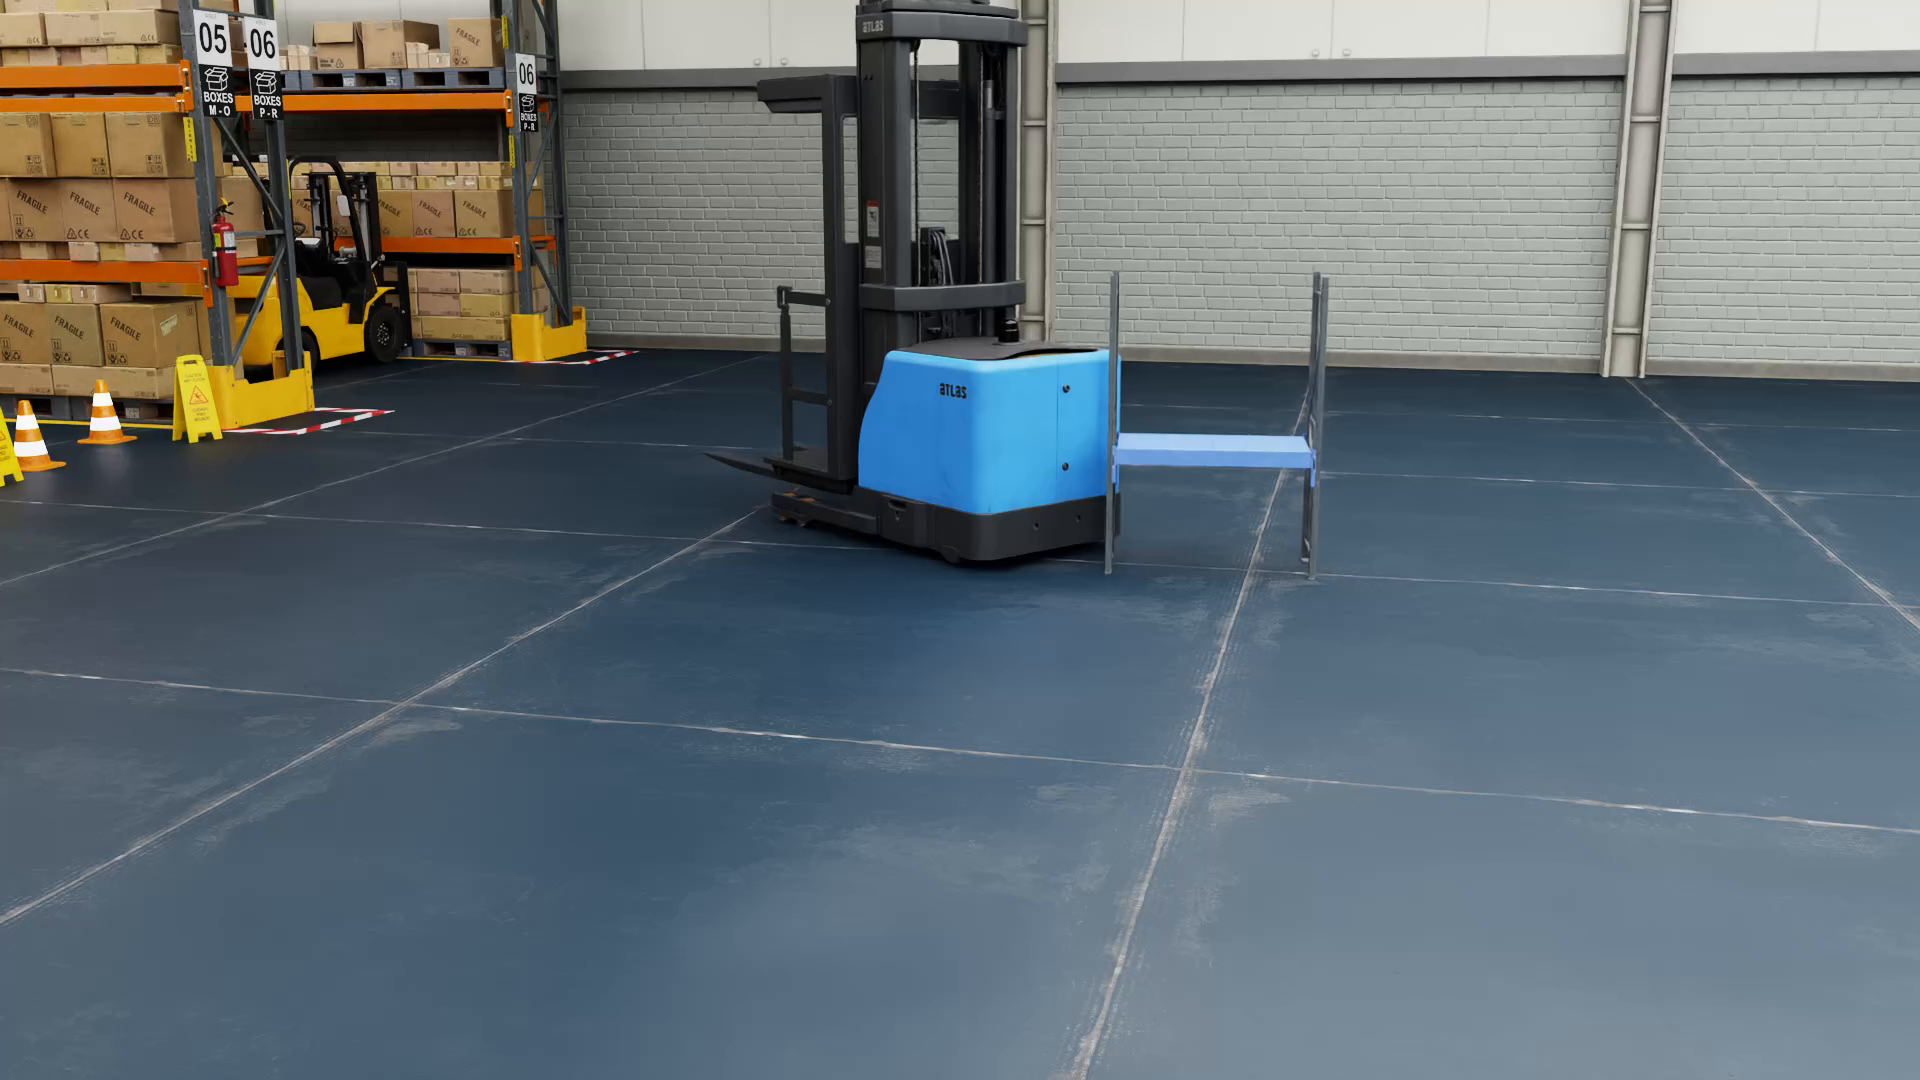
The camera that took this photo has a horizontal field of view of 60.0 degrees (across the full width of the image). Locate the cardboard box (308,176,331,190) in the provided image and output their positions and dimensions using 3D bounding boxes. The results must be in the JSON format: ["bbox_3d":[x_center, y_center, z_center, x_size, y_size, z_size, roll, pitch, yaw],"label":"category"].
[{"bbox_3d":[-6.962,-3.939,18.333,0.250,0.149,0.380,3,13,12],"label":"cardboard box"}]

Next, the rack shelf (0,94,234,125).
[{"bbox_3d":[-10.386,-4.935,19.286,4.000,0.370,1.077,3,13,14],"label":"rack shelf"}]

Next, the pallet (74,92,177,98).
[{"bbox_3d":[-9.304,-5.132,18.955,1.217,0.209,0.805,3,13,11],"label":"pallet"}]

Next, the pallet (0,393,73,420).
[{"bbox_3d":[-7.782,-1.222,14.254,1.213,0.211,1.003,3,13,14],"label":"pallet"}]

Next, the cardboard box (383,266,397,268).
[{"bbox_3d":[-6.562,-2.896,18.433,0.500,0.250,0.500,3,13,12],"label":"cardboard box"}]

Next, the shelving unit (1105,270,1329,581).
[{"bbox_3d":[1.284,-0.595,8.452,1.048,1.500,0.538,1,13,6],"label":"shelving unit"}]

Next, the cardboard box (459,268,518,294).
[{"bbox_3d":[-5.083,-2.819,18.085,0.500,0.250,0.500,4,13,15],"label":"cardboard box"}]

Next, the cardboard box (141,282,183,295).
[{"bbox_3d":[-8.954,-2.788,19.388,0.625,0.625,0.875,4,13,16],"label":"cardboard box"}]

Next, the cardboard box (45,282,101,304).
[{"bbox_3d":[-7.203,-2.017,13.549,0.250,0.149,0.380,3,13,14],"label":"cardboard box"}]

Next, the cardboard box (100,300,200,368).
[{"bbox_3d":[-6.587,-1.682,13.535,0.500,0.500,0.500,3,13,14],"label":"cardboard box"}]

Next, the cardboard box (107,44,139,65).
[{"bbox_3d":[-6.409,-3.774,12.971,0.250,0.149,0.380,3,13,14],"label":"cardboard box"}]

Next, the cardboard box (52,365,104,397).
[{"bbox_3d":[-7.097,-1.343,13.739,0.500,0.250,0.500,3,13,14],"label":"cardboard box"}]

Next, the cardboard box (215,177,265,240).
[{"bbox_3d":[-6.140,-2.743,13.754,0.500,0.500,0.500,3,13,13],"label":"cardboard box"}]

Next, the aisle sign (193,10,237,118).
[{"bbox_3d":[-5.756,-3.671,12.853,0.004,0.787,0.394,3,13,14],"label":"aisle sign"}]

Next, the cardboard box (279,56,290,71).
[{"bbox_3d":[-7.335,-5.186,18.138,0.250,0.149,0.380,3,13,15],"label":"cardboard box"}]

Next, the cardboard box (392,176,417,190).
[{"bbox_3d":[-5.966,-3.887,18.100,0.250,0.149,0.380,3,13,12],"label":"cardboard box"}]

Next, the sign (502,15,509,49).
[{"bbox_3d":[-4.705,-5.255,17.206,0.005,0.325,0.100,3,13,14],"label":"sign"}]

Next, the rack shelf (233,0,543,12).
[{"bbox_3d":[-6.503,-5.996,18.068,4.000,0.370,1.077,3,13,14],"label":"rack shelf"}]

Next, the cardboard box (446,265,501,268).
[{"bbox_3d":[-5.468,-2.951,18.678,0.500,0.250,0.500,3,13,14],"label":"cardboard box"}]

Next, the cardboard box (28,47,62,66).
[{"bbox_3d":[-7.143,-3.825,13.201,0.250,0.149,0.380,3,13,13],"label":"cardboard box"}]

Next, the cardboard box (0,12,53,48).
[{"bbox_3d":[-7.301,-4.025,13.183,0.500,0.250,0.500,3,13,15],"label":"cardboard box"}]

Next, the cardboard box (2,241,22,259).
[{"bbox_3d":[-7.640,-2.401,13.711,0.250,0.149,0.380,3,13,14],"label":"cardboard box"}]

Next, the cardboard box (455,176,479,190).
[{"bbox_3d":[-5.220,-3.842,17.895,0.250,0.149,0.380,3,13,14],"label":"cardboard box"}]

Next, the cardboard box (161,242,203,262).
[{"bbox_3d":[-6.161,-2.318,13.335,0.250,0.149,0.380,4,13,15],"label":"cardboard box"}]

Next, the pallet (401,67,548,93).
[{"bbox_3d":[-5.241,-4.973,18.004,1.213,0.211,1.003,3,13,14],"label":"pallet"}]

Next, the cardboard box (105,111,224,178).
[{"bbox_3d":[-6.295,-3.129,13.185,0.500,0.500,0.700,3,13,12],"label":"cardboard box"}]

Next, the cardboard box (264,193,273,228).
[{"bbox_3d":[-7.567,-3.665,18.597,0.500,0.500,0.500,3,13,15],"label":"cardboard box"}]

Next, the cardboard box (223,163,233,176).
[{"bbox_3d":[-8.206,-4.149,18.596,0.250,0.149,0.380,3,13,15],"label":"cardboard box"}]

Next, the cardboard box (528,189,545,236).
[{"bbox_3d":[-4.975,-3.643,18.497,0.500,0.500,0.500,3,13,15],"label":"cardboard box"}]

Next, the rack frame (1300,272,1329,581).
[{"bbox_3d":[1.789,-0.582,8.395,0.032,1.500,0.500,1,13,6],"label":"rack frame"}]

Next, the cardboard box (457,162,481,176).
[{"bbox_3d":[-5.206,-4.001,17.928,0.250,0.149,0.380,3,13,14],"label":"cardboard box"}]

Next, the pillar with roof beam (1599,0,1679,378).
[{"bbox_3d":[5.598,-5.136,11.609,0.400,9.000,9.100,3,13,14],"label":"pillar with roof beam"}]

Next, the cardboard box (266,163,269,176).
[{"bbox_3d":[-7.455,-4.109,18.411,0.250,0.149,0.380,3,13,15],"label":"cardboard box"}]

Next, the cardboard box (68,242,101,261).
[{"bbox_3d":[-6.935,-2.332,13.401,0.250,0.149,0.380,3,13,15],"label":"cardboard box"}]

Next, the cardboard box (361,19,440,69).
[{"bbox_3d":[-6.020,-5.323,17.944,0.500,0.500,0.700,3,13,14],"label":"cardboard box"}]

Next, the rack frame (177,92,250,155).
[{"bbox_3d":[-8.445,-3.718,19.065,0.127,3.000,1.000,3,13,14],"label":"rack frame"}]

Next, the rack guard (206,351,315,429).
[{"bbox_3d":[-5.820,-1.250,13.712,0.348,0.500,1.175,3,13,14],"label":"rack guard"}]

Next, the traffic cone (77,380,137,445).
[{"bbox_3d":[-6.473,-0.979,12.576,0.334,0.463,0.336,3,13,14],"label":"traffic cone"}]

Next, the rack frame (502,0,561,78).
[{"bbox_3d":[-4.561,-6.439,17.479,0.127,3.000,1.000,3,13,14],"label":"rack frame"}]

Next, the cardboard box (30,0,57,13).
[{"bbox_3d":[-7.109,-4.222,13.150,0.250,0.149,0.380,3,13,14],"label":"cardboard box"}]

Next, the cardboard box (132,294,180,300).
[{"bbox_3d":[-6.995,-1.822,14.169,0.500,0.500,0.500,3,13,11],"label":"cardboard box"}]

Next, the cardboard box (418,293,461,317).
[{"bbox_3d":[-5.593,-2.605,18.272,0.500,0.250,0.500,3,13,13],"label":"cardboard box"}]

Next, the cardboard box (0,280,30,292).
[{"bbox_3d":[-11.089,-2.903,19.908,0.625,0.625,0.875,3,13,15],"label":"cardboard box"}]

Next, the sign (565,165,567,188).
[{"bbox_3d":[-4.422,-4.088,18.551,0.005,0.325,0.100,3,13,14],"label":"sign"}]

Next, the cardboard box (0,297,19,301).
[{"bbox_3d":[-8.097,-1.762,13.899,0.500,0.500,0.500,4,13,16],"label":"cardboard box"}]

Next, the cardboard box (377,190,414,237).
[{"bbox_3d":[-6.101,-3.585,18.234,0.500,0.500,0.500,3,13,12],"label":"cardboard box"}]

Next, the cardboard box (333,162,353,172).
[{"bbox_3d":[-6.690,-4.090,18.328,0.250,0.149,0.380,3,13,14],"label":"cardboard box"}]

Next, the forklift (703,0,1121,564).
[{"bbox_3d":[-0.448,-1.571,9.549,1.130,2.935,3.031,-10,16,-38],"label":"forklift"}]

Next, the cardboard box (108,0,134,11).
[{"bbox_3d":[-6.387,-4.174,12.936,0.250,0.149,0.380,3,13,15],"label":"cardboard box"}]

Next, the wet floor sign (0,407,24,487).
[{"bbox_3d":[-6.332,-0.685,10.833,0.232,0.644,0.267,1,13,4],"label":"wet floor sign"}]

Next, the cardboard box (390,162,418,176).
[{"bbox_3d":[-5.970,-4.028,18.048,0.250,0.149,0.380,3,13,15],"label":"cardboard box"}]

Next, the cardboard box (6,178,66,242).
[{"bbox_3d":[-7.310,-2.684,13.488,0.500,0.500,0.500,3,13,13],"label":"cardboard box"}]

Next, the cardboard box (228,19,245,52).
[{"bbox_3d":[-6.171,-4.085,13.453,0.500,0.250,0.500,3,13,13],"label":"cardboard box"}]

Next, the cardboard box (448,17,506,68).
[{"bbox_3d":[-5.049,-5.249,17.610,0.500,0.500,0.500,3,13,15],"label":"cardboard box"}]

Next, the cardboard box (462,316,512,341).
[{"bbox_3d":[-5.093,-2.331,18.192,0.500,0.250,0.500,3,13,14],"label":"cardboard box"}]
